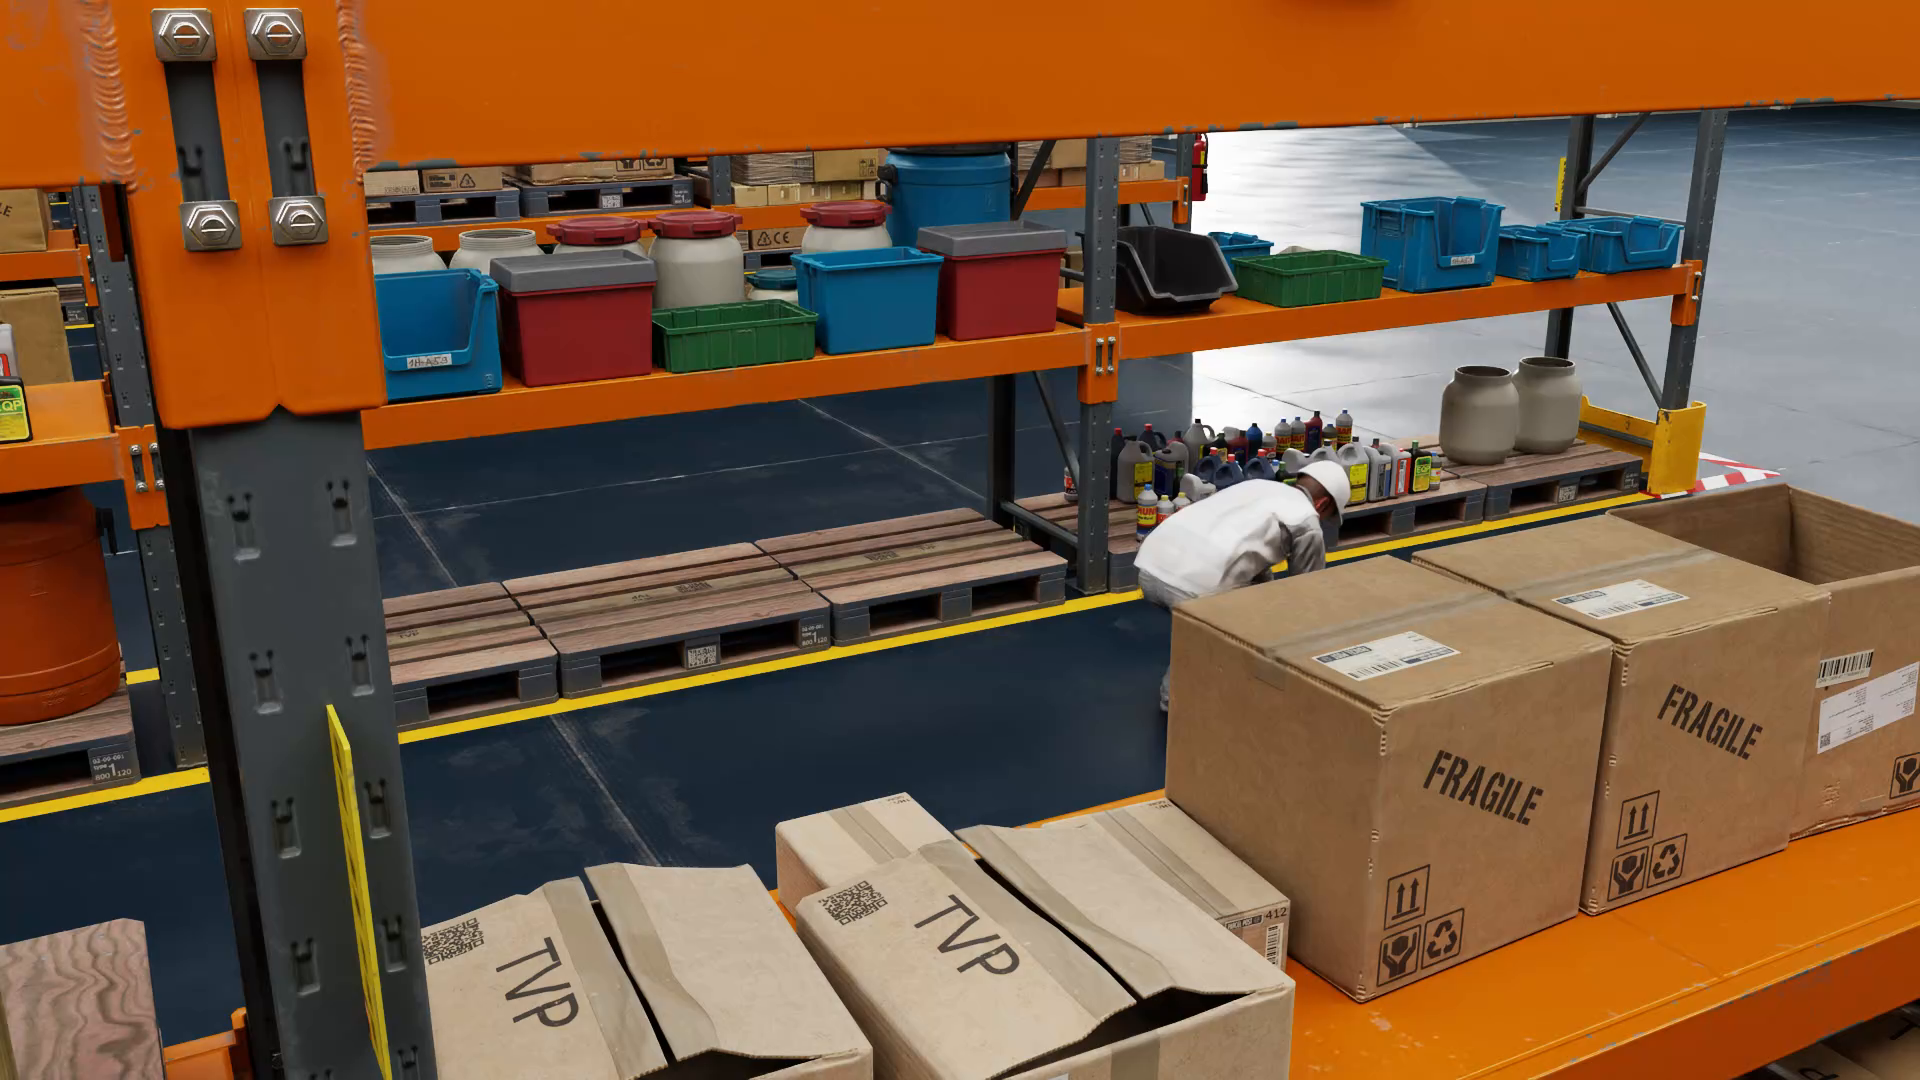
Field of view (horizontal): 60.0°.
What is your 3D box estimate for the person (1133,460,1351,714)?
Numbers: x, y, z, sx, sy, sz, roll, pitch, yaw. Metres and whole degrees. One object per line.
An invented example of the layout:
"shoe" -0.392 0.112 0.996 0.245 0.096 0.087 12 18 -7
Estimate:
"person" 1.143 0.219 6.610 0.975 0.988 0.512 -10 21 -29
